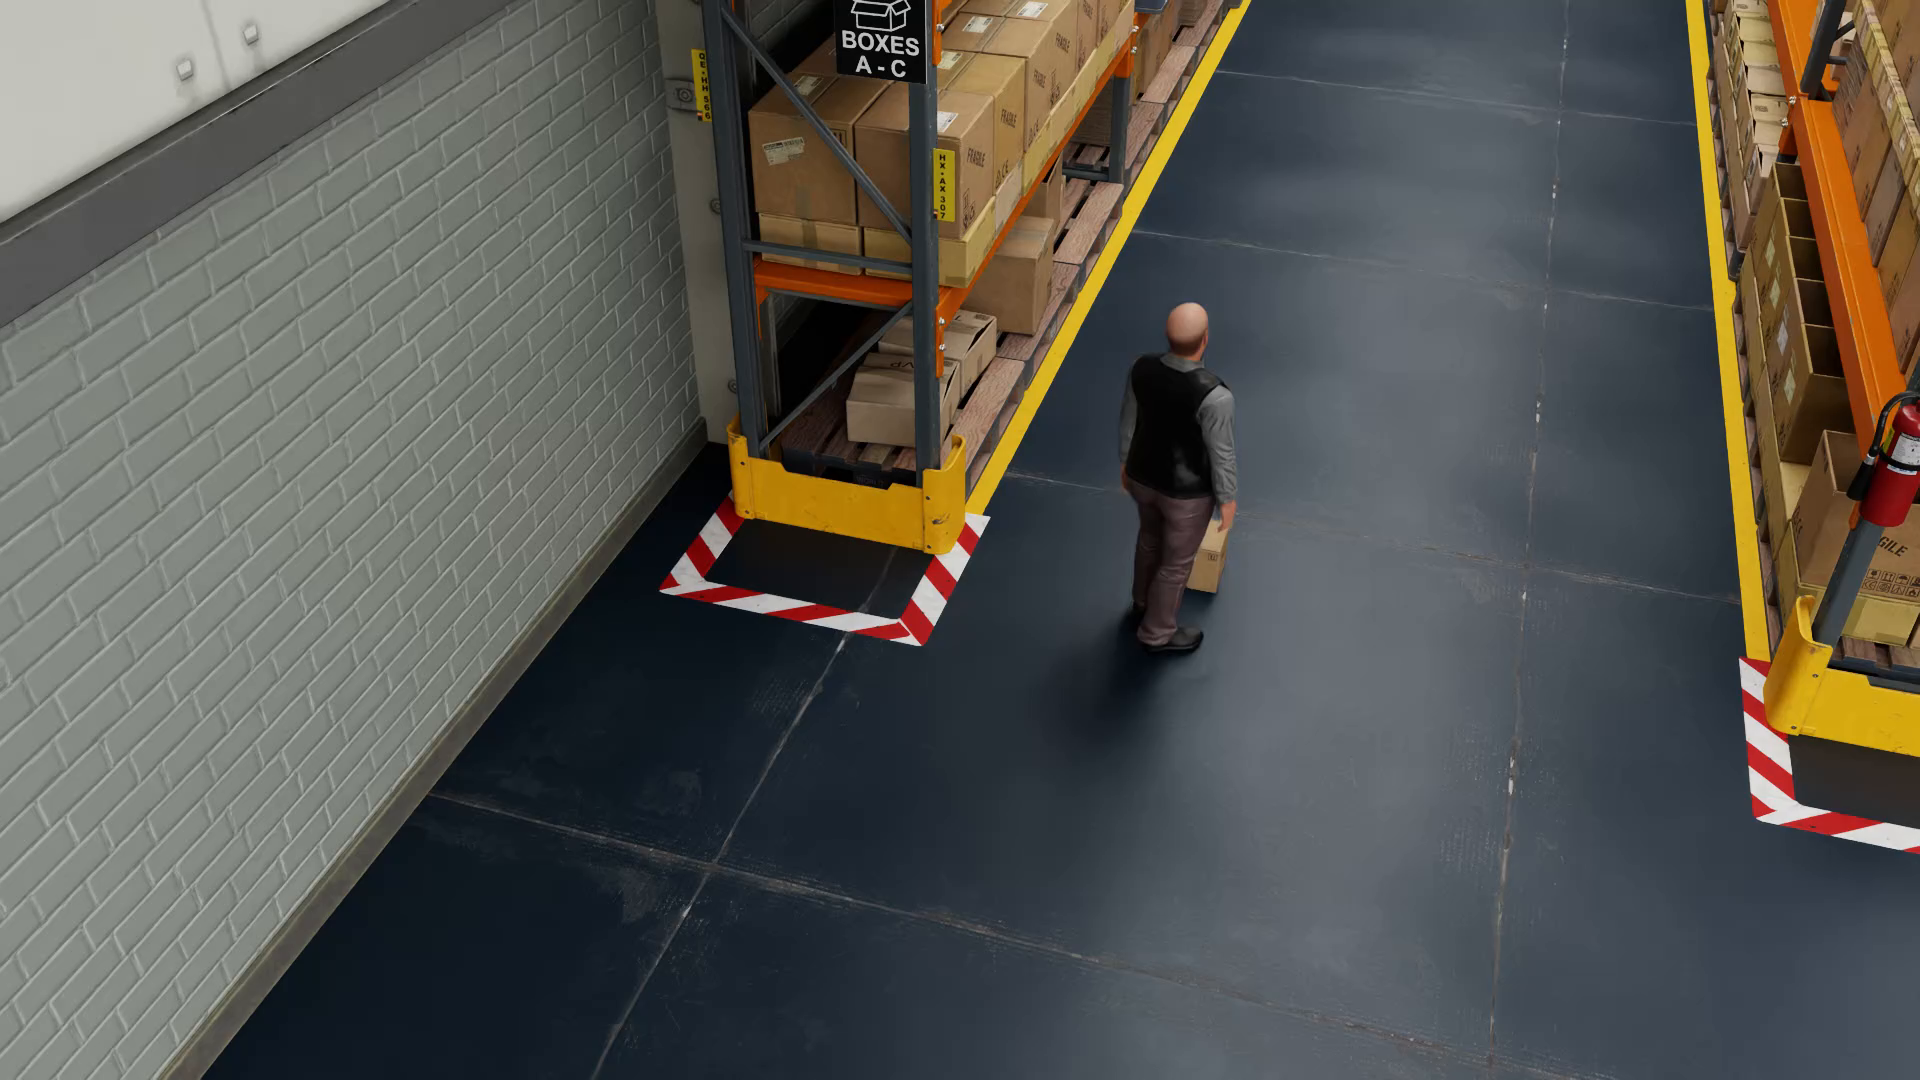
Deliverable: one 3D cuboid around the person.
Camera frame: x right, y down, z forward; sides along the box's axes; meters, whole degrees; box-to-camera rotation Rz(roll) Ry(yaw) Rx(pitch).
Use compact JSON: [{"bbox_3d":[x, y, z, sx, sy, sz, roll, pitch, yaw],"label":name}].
[{"bbox_3d":[0.991,-0.255,7.270,0.496,1.758,0.583,-29,46,-33],"label":"person"}]
